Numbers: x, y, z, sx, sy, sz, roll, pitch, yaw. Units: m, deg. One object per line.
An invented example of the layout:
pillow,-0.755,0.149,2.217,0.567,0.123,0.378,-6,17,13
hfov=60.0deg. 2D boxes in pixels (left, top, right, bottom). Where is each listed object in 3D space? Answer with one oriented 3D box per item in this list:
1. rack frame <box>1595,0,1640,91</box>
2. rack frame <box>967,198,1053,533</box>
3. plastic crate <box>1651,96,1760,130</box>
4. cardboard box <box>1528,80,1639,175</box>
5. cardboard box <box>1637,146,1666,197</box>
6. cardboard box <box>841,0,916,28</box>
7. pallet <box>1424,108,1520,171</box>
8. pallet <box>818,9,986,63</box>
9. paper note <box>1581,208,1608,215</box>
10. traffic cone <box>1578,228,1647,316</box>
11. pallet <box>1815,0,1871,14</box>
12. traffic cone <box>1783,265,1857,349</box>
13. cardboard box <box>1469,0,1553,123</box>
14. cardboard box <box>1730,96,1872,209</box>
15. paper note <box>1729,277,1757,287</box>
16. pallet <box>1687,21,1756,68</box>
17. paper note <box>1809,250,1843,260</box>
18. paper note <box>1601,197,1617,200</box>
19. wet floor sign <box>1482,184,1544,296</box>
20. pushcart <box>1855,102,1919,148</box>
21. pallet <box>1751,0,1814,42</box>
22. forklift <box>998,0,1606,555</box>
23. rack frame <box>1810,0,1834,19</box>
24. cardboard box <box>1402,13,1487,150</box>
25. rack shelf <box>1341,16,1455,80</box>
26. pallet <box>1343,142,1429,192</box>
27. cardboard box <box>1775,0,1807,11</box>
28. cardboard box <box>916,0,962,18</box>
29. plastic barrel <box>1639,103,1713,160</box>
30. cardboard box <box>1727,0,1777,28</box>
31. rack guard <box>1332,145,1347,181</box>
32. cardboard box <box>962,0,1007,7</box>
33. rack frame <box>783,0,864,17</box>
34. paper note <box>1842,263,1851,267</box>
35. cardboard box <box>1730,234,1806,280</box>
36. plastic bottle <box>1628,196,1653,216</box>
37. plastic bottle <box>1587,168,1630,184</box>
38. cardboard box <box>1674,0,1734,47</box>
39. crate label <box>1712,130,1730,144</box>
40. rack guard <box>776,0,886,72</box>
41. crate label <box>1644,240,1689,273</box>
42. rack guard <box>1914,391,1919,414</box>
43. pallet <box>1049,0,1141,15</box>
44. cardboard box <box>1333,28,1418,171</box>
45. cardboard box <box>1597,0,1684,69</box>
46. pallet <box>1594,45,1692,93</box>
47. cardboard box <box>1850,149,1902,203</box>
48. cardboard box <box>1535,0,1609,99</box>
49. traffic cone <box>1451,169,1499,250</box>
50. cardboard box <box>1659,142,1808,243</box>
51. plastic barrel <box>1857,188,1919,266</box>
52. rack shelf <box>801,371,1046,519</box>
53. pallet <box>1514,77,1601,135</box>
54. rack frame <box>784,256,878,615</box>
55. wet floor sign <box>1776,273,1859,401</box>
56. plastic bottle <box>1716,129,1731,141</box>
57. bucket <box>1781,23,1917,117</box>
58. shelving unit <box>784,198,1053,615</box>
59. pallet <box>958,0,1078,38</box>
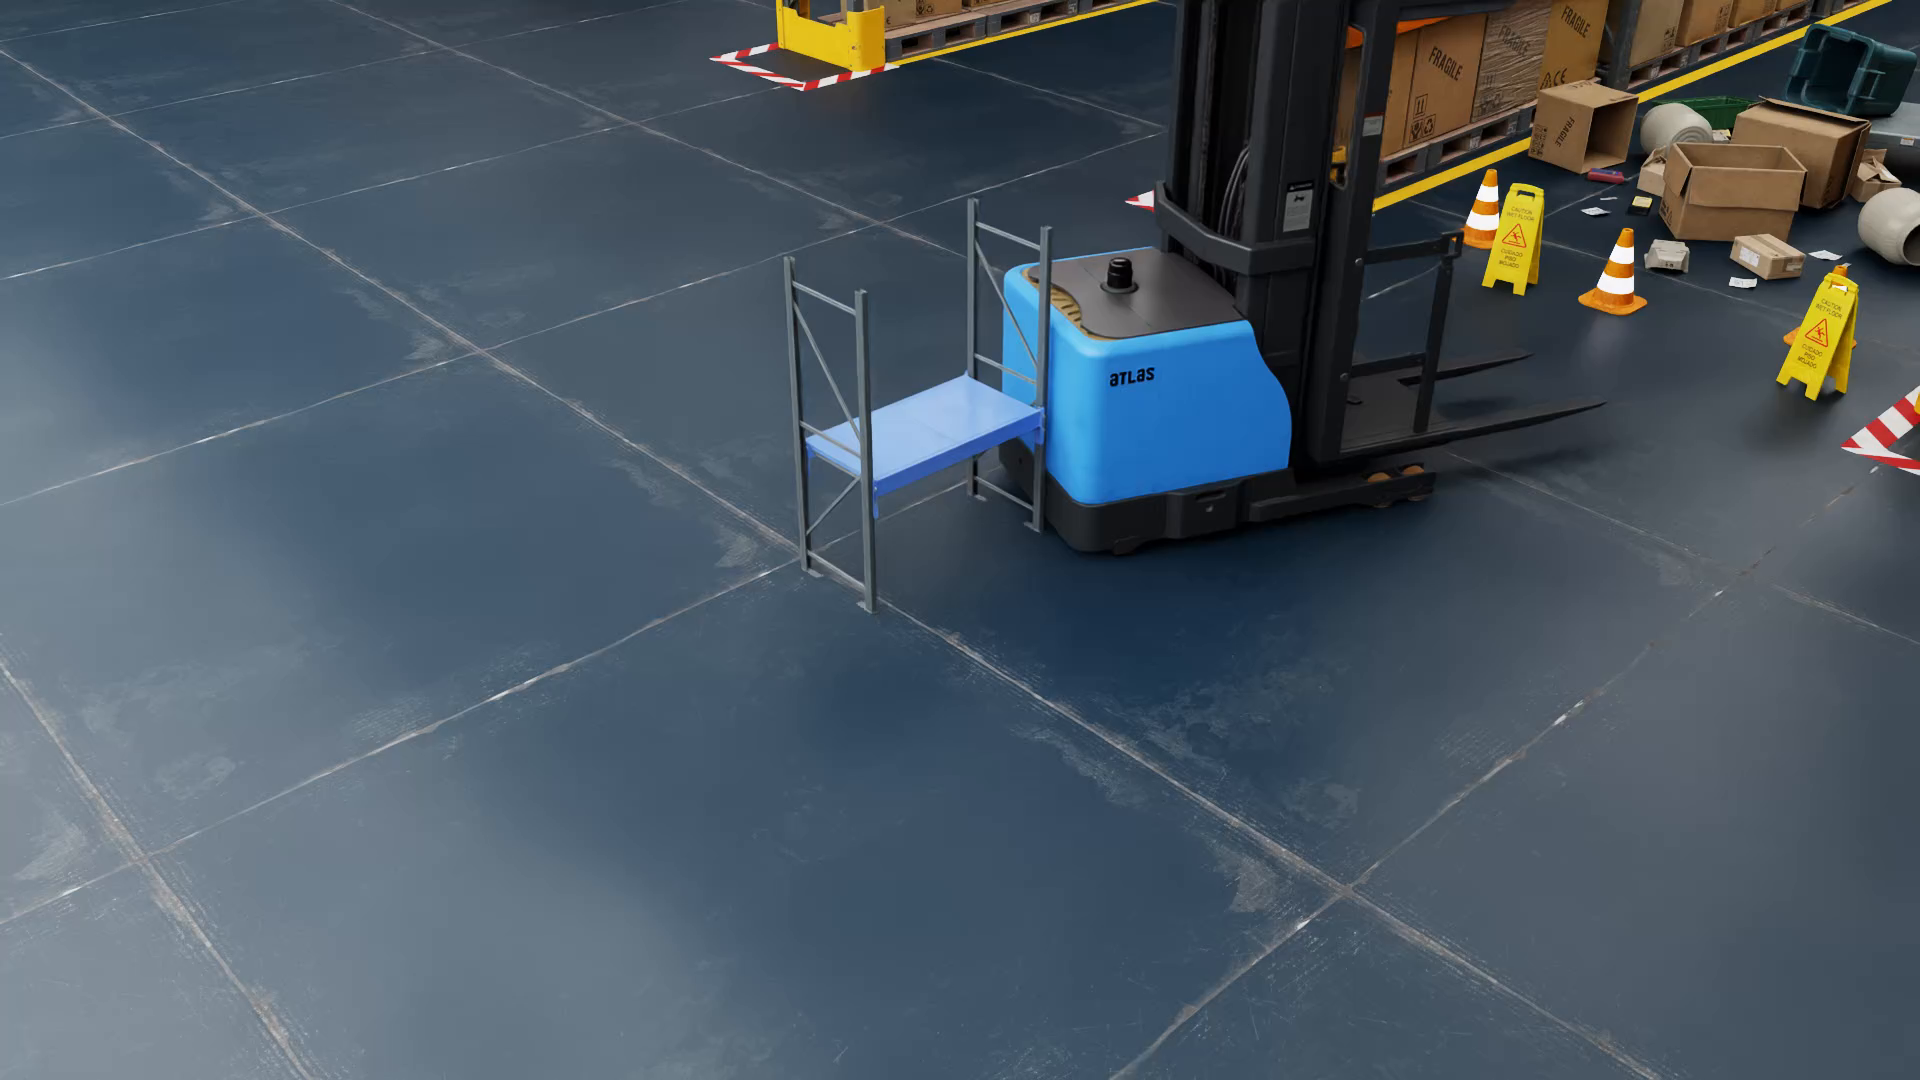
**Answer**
rack frame,5.028,-5.053,13.138,0.127,3.000,1.000,-26,40,-35
rack frame,0.214,-0.771,7.574,0.032,1.500,0.500,-25,40,-35
plastic crate,5.791,-3.315,12.936,0.662,0.188,0.450,-7,22,-11
cardboard box,4.587,-3.044,12.247,0.500,0.500,0.500,-19,36,-28
cardboard box,5.020,-2.572,11.702,0.258,0.266,0.396,-19,36,-28
cardboard box,-0.734,-4.895,14.873,0.500,0.500,0.500,-18,36,-27
pallet,3.522,-3.188,12.762,1.213,0.211,1.003,-26,40,-35
pallet,-0.528,-4.679,15.200,1.213,0.211,1.003,-26,40,-35
paper note,4.368,-2.258,11.416,0.142,0.017,0.144,-12,34,-19
traffic cone,3.969,-1.644,9.995,0.334,0.463,0.336,-26,40,-35
pallet,8.535,-5.559,16.638,1.213,0.211,1.003,-26,40,-35
traffic cone,4.973,-1.340,9.498,0.334,0.463,0.336,-26,40,-35
cardboard box,3.861,-3.808,12.736,0.875,0.875,0.875,-25,40,-35
cardboard box,5.781,-2.695,11.546,0.503,0.637,0.797,-26,40,-35
paper note,4.874,-1.606,10.348,0.148,0.019,0.142,15,34,23
pallet,6.437,-4.601,15.071,1.213,0.211,1.003,-26,40,-35
paper note,5.599,-1.845,10.749,0.142,0.019,0.148,-12,34,-19
paper note,4.546,-2.392,11.652,0.123,0.001,0.032,-7,32,-11
wet floor sign,3.420,-1.862,10.176,0.267,0.644,0.232,22,37,31
pushcart,6.881,-2.931,12.181,1.648,0.377,0.936,15,34,23
pallet,7.332,-5.031,15.775,1.213,0.211,1.003,-26,40,-35
forklift,1.763,-1.651,7.640,3.031,2.935,1.130,-11,33,-17
rack frame,7.961,-6.472,15.458,0.127,3.000,1.000,-26,40,-35
cardboard box,3.191,-3.485,12.209,0.875,0.875,0.875,-27,40,-36
rack shelf,3.561,-4.036,12.165,4.000,0.370,1.077,-26,40,-35
pallet,2.628,-2.758,12.058,1.213,0.211,1.003,-26,40,-35
cardboard box,7.453,-5.509,15.638,0.750,0.750,1.050,-26,40,-36
cardboard box,-0.319,-5.120,15.241,0.500,0.500,0.500,-15,35,-23
plastic barrel,5.239,-2.964,12.192,0.421,0.421,0.512,-1,31,-2
cardboard box,6.814,-5.198,15.129,0.750,0.750,1.050,-25,39,-35
rack guard,2.077,-2.559,11.456,0.348,0.500,1.175,-26,40,-35
cardboard box,0.153,-5.335,15.593,0.500,0.500,0.500,-22,38,-31
rack frame,-1.204,-5.567,13.979,0.127,3.000,1.000,-26,40,-35
paper note,5.639,-1.746,10.596,0.123,0.001,0.032,-26,40,-35
cardboard box,5.122,-1.797,10.547,0.250,0.149,0.380,-7,32,-11
plastic bottle,4.705,-2.319,11.483,0.133,0.061,0.283,15,34,23
plastic bottle,4.675,-2.616,11.970,0.283,0.061,0.133,15,34,23
cardboard box,6.132,-4.867,14.589,0.750,0.750,1.050,-26,40,-35
crate label,5.627,-2.981,12.494,0.298,0.136,0.250,4,32,6
rack guard,-1.148,-4.528,14.675,0.348,0.500,1.175,-26,40,-35
crate label,4.503,-1.807,10.575,0.250,0.136,0.298,9,33,15
rack guard,5.590,-0.737,8.476,0.348,0.500,1.175,-26,40,-35
pallet,1.261,-5.545,16.615,1.213,0.211,1.003,-26,40,-35
cardboard box,2.547,-3.172,11.697,0.875,0.875,0.875,-26,40,-35
cardboard box,5.422,-4.527,14.031,0.750,0.750,1.050,-26,40,-36
pallet,5.542,-4.166,14.360,1.213,0.211,1.003,-26,40,-35
cardboard box,6.411,-2.561,11.683,0.258,0.266,0.396,4,32,6
cardboard box,4.519,-4.129,13.261,0.875,0.875,0.875,-25,39,-35
traffic cone,3.450,-2.197,10.899,0.334,0.463,0.336,-26,40,-35
cardboard box,5.101,-2.303,11.033,0.797,0.503,0.637,4,32,6
plastic barrel,6.020,-1.989,10.597,0.421,0.421,0.512,-1,31,-2
rack shelf,-0.162,-0.439,7.376,1.000,0.185,0.538,-25,40,-35
pallet,4.417,-3.623,13.473,1.213,0.211,1.003,-26,40,-35
rack frame,-0.538,-0.414,6.990,0.032,1.500,0.500,-25,40,-35
wet floor sign,4.668,-1.114,8.953,0.232,0.644,0.267,-12,34,-19
plastic bottle,5.851,-3.124,12.800,0.133,0.061,0.283,9,33,15
bucket,6.496,-3.374,12.074,0.620,0.611,0.726,-3,30,-25
shelving unit,-0.162,-0.593,7.282,1.048,1.500,0.538,-25,40,-35
pallet,0.366,-5.110,15.904,1.213,0.211,1.003,-26,40,-35
